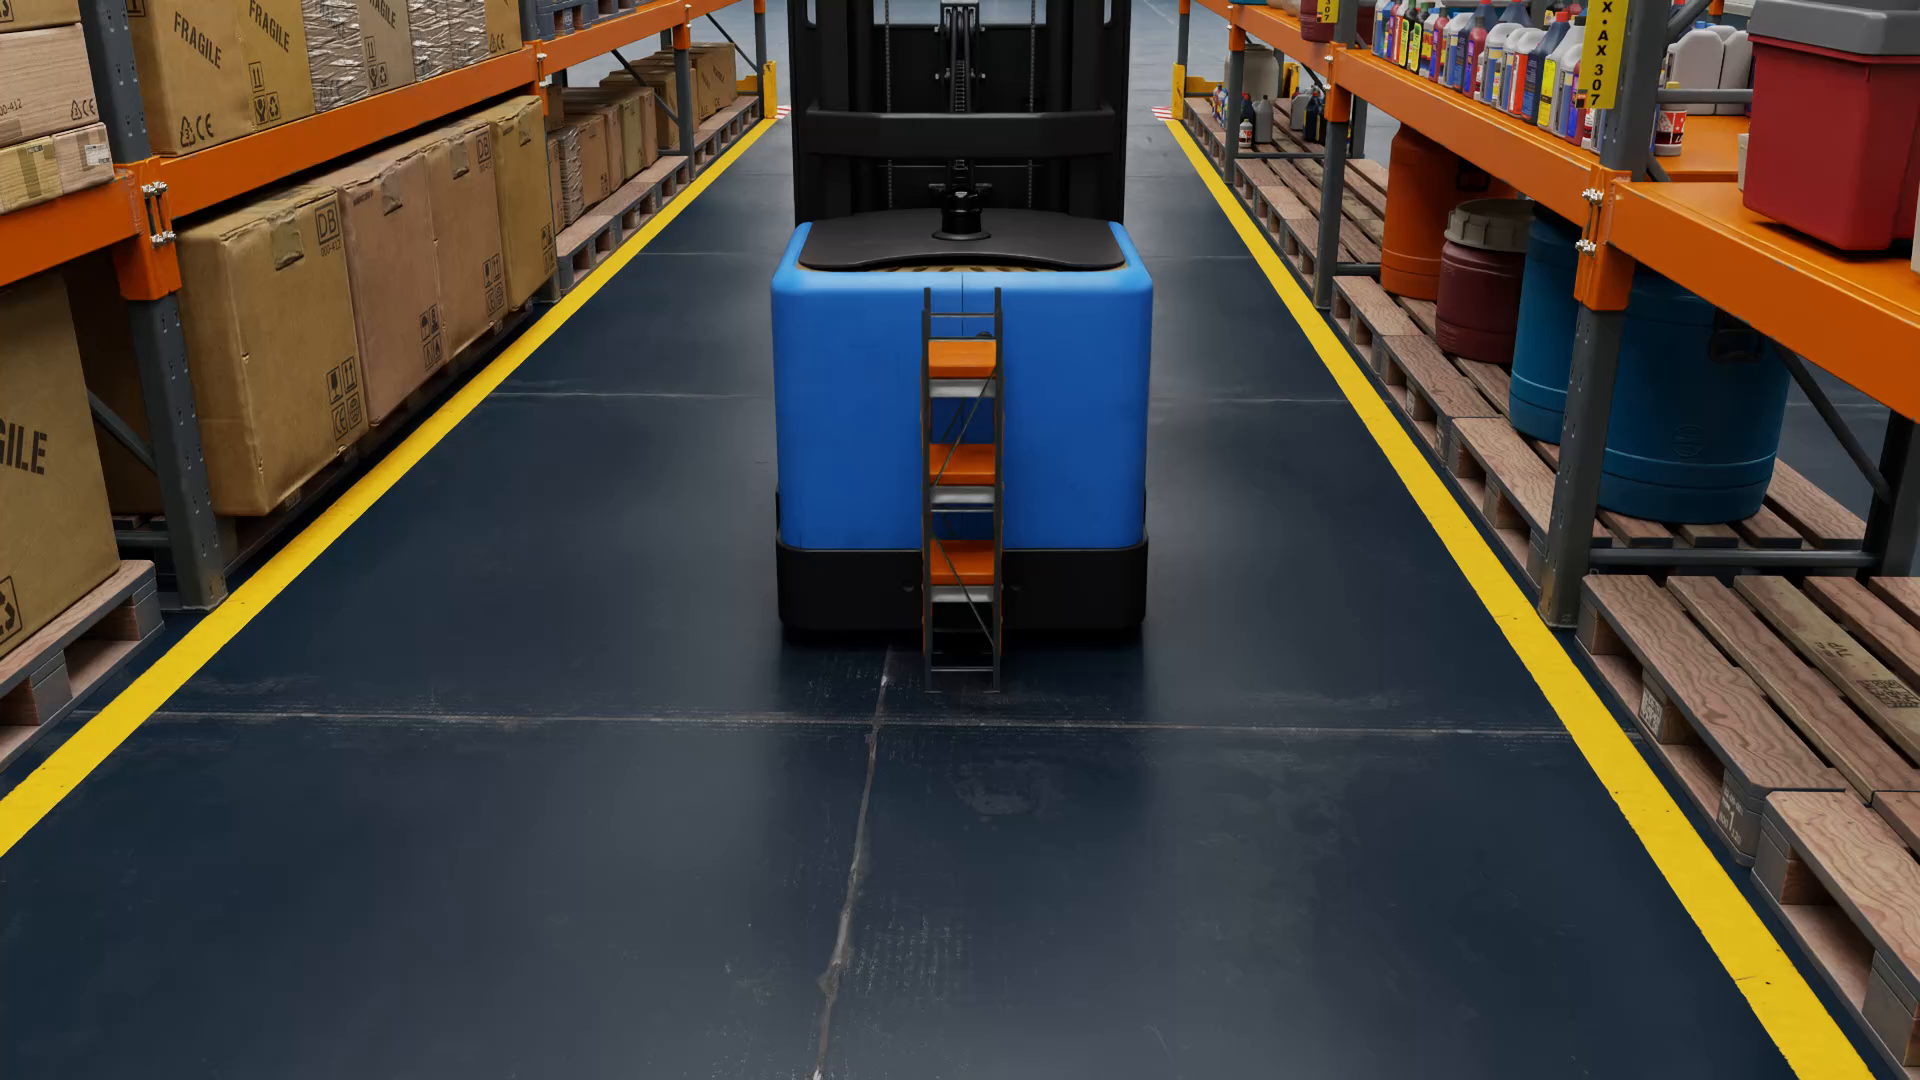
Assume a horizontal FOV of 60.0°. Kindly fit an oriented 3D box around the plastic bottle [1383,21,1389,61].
[{"bbox_3d":[1.970,-2.275,7.520,0.097,0.201,0.097,0,21,0],"label":"plastic bottle"}]

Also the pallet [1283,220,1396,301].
[{"bbox_3d":[2.402,-1.577,9.301,1.003,0.211,1.213,1,21,2],"label":"pallet"}]

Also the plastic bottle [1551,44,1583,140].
[{"bbox_3d":[1.918,-1.371,5.088,0.152,0.276,0.135,1,21,2],"label":"plastic bottle"}]

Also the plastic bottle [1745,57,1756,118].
[{"bbox_3d":[2.683,-1.546,5.527,0.061,0.283,0.133,1,21,2],"label":"plastic bottle"}]

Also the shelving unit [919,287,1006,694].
[{"bbox_3d":[0.006,-0.121,4.386,0.215,1.050,0.252,0,22,0],"label":"shelving unit"}]

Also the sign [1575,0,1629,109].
[{"bbox_3d":[1.668,-1.287,4.316,0.100,0.325,0.005,1,21,2],"label":"sign"}]

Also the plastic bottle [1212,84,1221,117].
[{"bbox_3d":[2.217,-3.771,14.264,0.097,0.271,0.097,0,21,0],"label":"plastic bottle"}]

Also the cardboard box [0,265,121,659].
[{"bbox_3d":[-2.832,-0.173,4.185,0.875,0.875,0.875,1,21,2],"label":"cardboard box"}]

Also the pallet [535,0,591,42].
[{"bbox_3d":[-2.696,-2.821,8.918,1.213,0.211,1.003,1,21,2],"label":"pallet"}]

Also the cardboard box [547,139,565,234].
[{"bbox_3d":[-2.610,-1.934,9.214,0.700,0.500,0.500,0,21,-1],"label":"cardboard box"}]

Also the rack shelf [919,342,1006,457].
[{"bbox_3d":[0.006,-0.375,4.284,0.215,0.259,0.240,0,22,0],"label":"rack shelf"}]

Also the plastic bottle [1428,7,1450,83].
[{"bbox_3d":[1.923,-1.973,6.628,0.061,0.283,0.133,1,21,2],"label":"plastic bottle"}]

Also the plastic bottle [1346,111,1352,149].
[{"bbox_3d":[2.909,-3.087,12.502,0.097,0.271,0.097,0,21,0],"label":"plastic bottle"}]

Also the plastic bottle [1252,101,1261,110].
[{"bbox_3d":[2.348,-3.292,13.023,0.152,0.276,0.135,1,21,2],"label":"plastic bottle"}]

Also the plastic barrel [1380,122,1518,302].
[{"bbox_3d":[2.342,-1.604,7.936,0.600,0.830,0.708,1,21,2],"label":"plastic barrel"}]

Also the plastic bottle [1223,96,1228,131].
[{"bbox_3d":[2.218,-3.460,13.456,0.152,0.276,0.135,1,21,3],"label":"plastic bottle"}]

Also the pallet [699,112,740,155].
[{"bbox_3d":[-2.470,-3.483,14.215,1.003,0.211,1.213,1,21,2],"label":"pallet"}]

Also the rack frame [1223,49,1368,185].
[{"bbox_3d":[2.462,-4.044,11.803,1.000,3.000,0.127,1,21,2],"label":"rack frame"}]

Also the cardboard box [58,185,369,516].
[{"bbox_3d":[-2.733,-0.642,5.394,1.225,0.875,0.875,1,21,2],"label":"cardboard box"}]

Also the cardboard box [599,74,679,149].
[{"bbox_3d":[-2.437,-3.273,12.692,0.500,0.500,0.500,0,21,0],"label":"cardboard box"}]

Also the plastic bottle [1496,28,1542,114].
[{"bbox_3d":[1.938,-1.602,5.683,0.152,0.276,0.135,1,21,2],"label":"plastic bottle"}]

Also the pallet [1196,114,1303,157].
[{"bbox_3d":[2.558,-3.428,14.072,1.003,0.211,1.213,1,21,2],"label":"pallet"}]

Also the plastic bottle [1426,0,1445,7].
[{"bbox_3d":[2.156,-2.385,7.700,0.152,0.276,0.135,1,21,2],"label":"plastic bottle"}]

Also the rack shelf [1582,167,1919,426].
[{"bbox_3d":[2.157,-0.092,2.615,1.077,0.370,4.000,1,21,2],"label":"rack shelf"}]

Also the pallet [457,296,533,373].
[{"bbox_3d":[-2.710,-1.067,7.988,1.003,0.211,1.213,1,21,2],"label":"pallet"}]

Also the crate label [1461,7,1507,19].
[{"bbox_3d":[2.727,-2.667,8.488,0.303,0.233,0.416,1,21,2],"label":"crate label"}]

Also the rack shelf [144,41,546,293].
[{"bbox_3d":[-2.672,-1.593,6.483,1.077,0.370,4.000,1,21,2],"label":"rack shelf"}]

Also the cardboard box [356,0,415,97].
[{"bbox_3d":[-2.428,-1.965,6.309,0.500,0.500,0.500,1,21,3],"label":"cardboard box"}]

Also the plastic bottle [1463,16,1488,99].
[{"bbox_3d":[1.906,-1.774,6.115,0.061,0.283,0.133,1,21,2],"label":"plastic bottle"}]

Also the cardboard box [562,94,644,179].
[{"bbox_3d":[-2.563,-2.744,11.301,0.700,0.500,0.500,1,21,1],"label":"cardboard box"}]

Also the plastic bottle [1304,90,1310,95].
[{"bbox_3d":[2.926,-3.615,13.857,0.152,0.276,0.135,0,21,0],"label":"plastic bottle"}]

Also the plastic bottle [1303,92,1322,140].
[{"bbox_3d":[2.757,-3.303,12.947,0.144,0.351,0.185,1,21,2],"label":"plastic bottle"}]

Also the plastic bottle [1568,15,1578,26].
[{"bbox_3d":[2.725,-2.229,7.401,0.097,0.201,0.097,0,21,0],"label":"plastic bottle"}]

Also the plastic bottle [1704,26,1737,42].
[{"bbox_3d":[2.648,-1.675,5.870,0.152,0.276,0.135,1,21,2],"label":"plastic bottle"}]

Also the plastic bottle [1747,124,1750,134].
[{"bbox_3d":[2.499,-1.348,5.132,0.097,0.201,0.097,0,21,0],"label":"plastic bottle"}]

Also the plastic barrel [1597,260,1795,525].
[{"bbox_3d":[2.252,-0.565,5.159,0.600,0.901,0.708,1,21,2],"label":"plastic barrel"}]

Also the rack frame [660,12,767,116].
[{"bbox_3d":[-2.367,-5.544,15.671,1.000,3.000,0.127,1,21,2],"label":"rack frame"}]

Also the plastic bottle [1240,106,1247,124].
[{"bbox_3d":[2.146,-3.160,12.673,0.061,0.283,0.133,2,21,4],"label":"plastic bottle"}]

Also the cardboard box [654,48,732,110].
[{"bbox_3d":[-2.387,-4.133,14.908,0.500,0.500,0.500,6,22,16],"label":"cardboard box"}]

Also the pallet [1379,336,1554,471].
[{"bbox_3d":[2.318,-0.572,6.711,1.003,0.211,1.213,1,21,2],"label":"pallet"}]

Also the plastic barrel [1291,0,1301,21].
[{"bbox_3d":[2.178,-3.342,9.807,0.433,0.535,0.433,0,21,0],"label":"plastic barrel"}]

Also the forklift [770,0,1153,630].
[{"bbox_3d":[-0.005,-1.594,5.586,1.130,2.935,3.031,0,21,0],"label":"forklift"}]

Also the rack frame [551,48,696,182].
[{"bbox_3d":[-2.489,-4.098,11.944,1.000,3.000,0.127,1,21,2],"label":"rack frame"}]

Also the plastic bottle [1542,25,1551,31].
[{"bbox_3d":[2.070,-1.689,5.914,0.097,0.271,0.097,0,21,0],"label":"plastic bottle"}]

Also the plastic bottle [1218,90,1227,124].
[{"bbox_3d":[2.203,-3.611,13.851,0.097,0.271,0.097,0,21,0],"label":"plastic bottle"}]

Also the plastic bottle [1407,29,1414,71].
[{"bbox_3d":[1.955,-2.095,7.055,0.097,0.201,0.097,0,21,0],"label":"plastic bottle"}]

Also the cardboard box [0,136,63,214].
[{"bbox_3d":[-2.422,-0.881,4.001,0.380,0.149,0.250,1,21,3],"label":"cardboard box"}]
